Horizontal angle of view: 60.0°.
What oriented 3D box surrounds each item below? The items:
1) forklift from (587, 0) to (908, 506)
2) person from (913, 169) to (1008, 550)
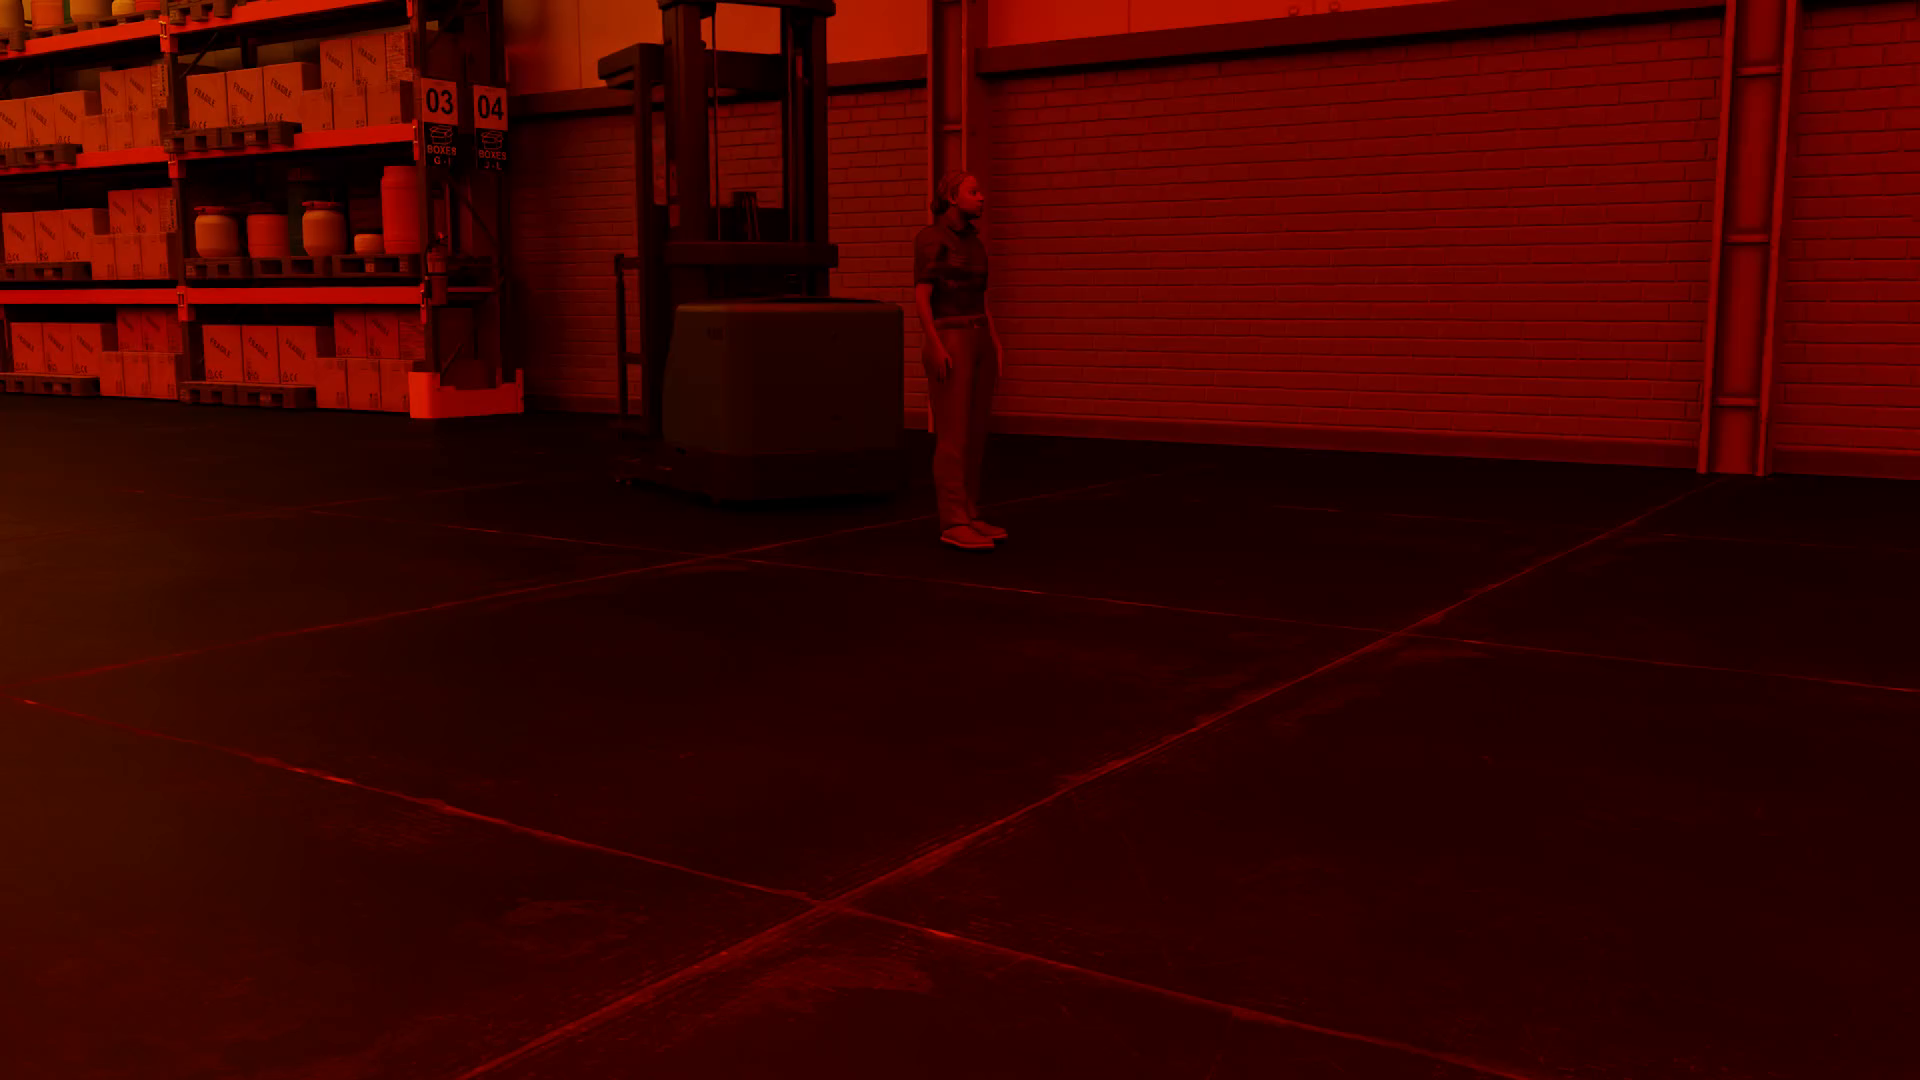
[{"bbox_3d":[-1.453,-1.797,9.831,1.130,2.935,3.031,-5,9,-29],"label":"forklift"},{"bbox_3d":[0.061,-0.817,7.421,0.504,1.655,0.569,5,10,34],"label":"person"}]
